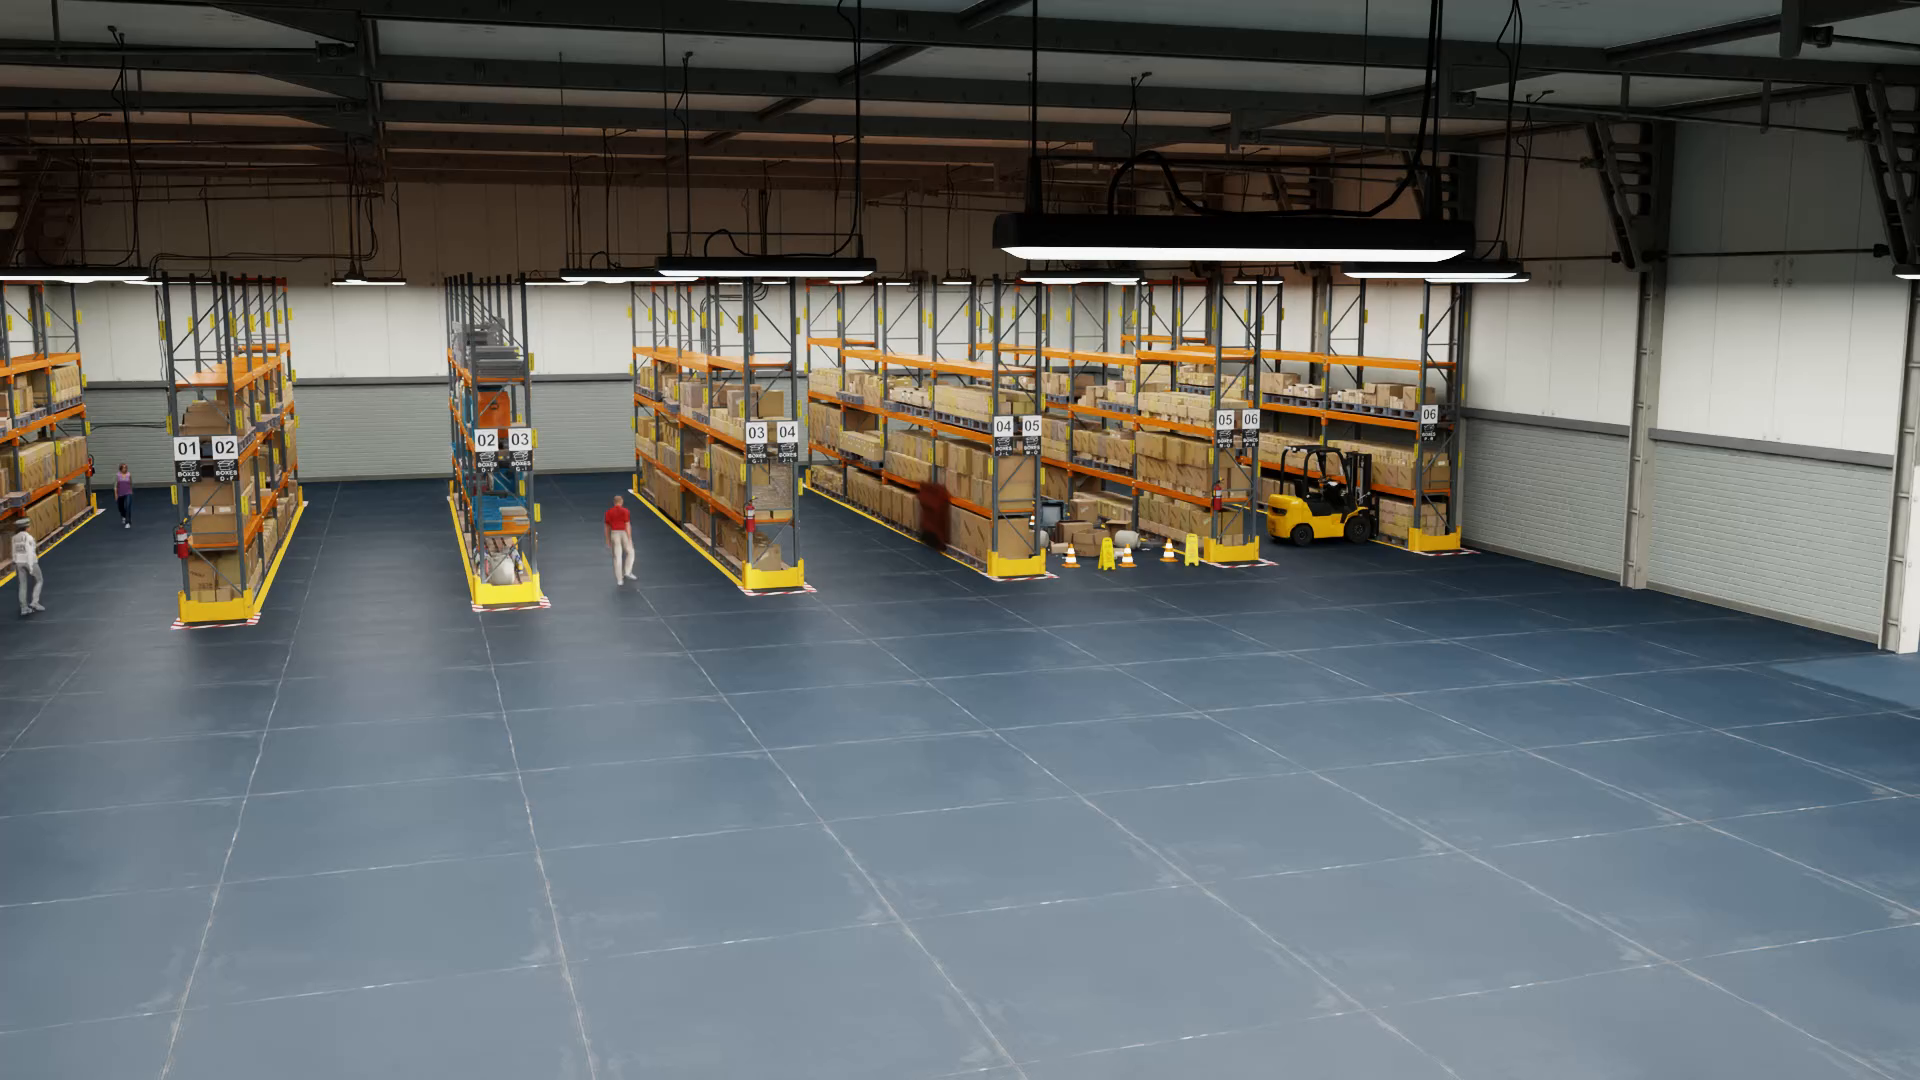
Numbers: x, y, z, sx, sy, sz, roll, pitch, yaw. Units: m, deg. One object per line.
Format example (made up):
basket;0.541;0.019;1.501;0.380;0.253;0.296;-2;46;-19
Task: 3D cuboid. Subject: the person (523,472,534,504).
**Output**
person;-11.531;-1.731;43.699;0.616;1.697;1.088;-4;10;-27

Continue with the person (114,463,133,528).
person;-20.130;-1.096;40.046;0.389;1.549;0.899;-3;9;-19

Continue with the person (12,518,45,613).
person;-16.581;0.461;29.481;0.493;1.666;0.506;-1;9;-6

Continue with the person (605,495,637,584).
person;-6.614;-0.004;32.372;0.590;1.712;0.485;-1;9;-6
